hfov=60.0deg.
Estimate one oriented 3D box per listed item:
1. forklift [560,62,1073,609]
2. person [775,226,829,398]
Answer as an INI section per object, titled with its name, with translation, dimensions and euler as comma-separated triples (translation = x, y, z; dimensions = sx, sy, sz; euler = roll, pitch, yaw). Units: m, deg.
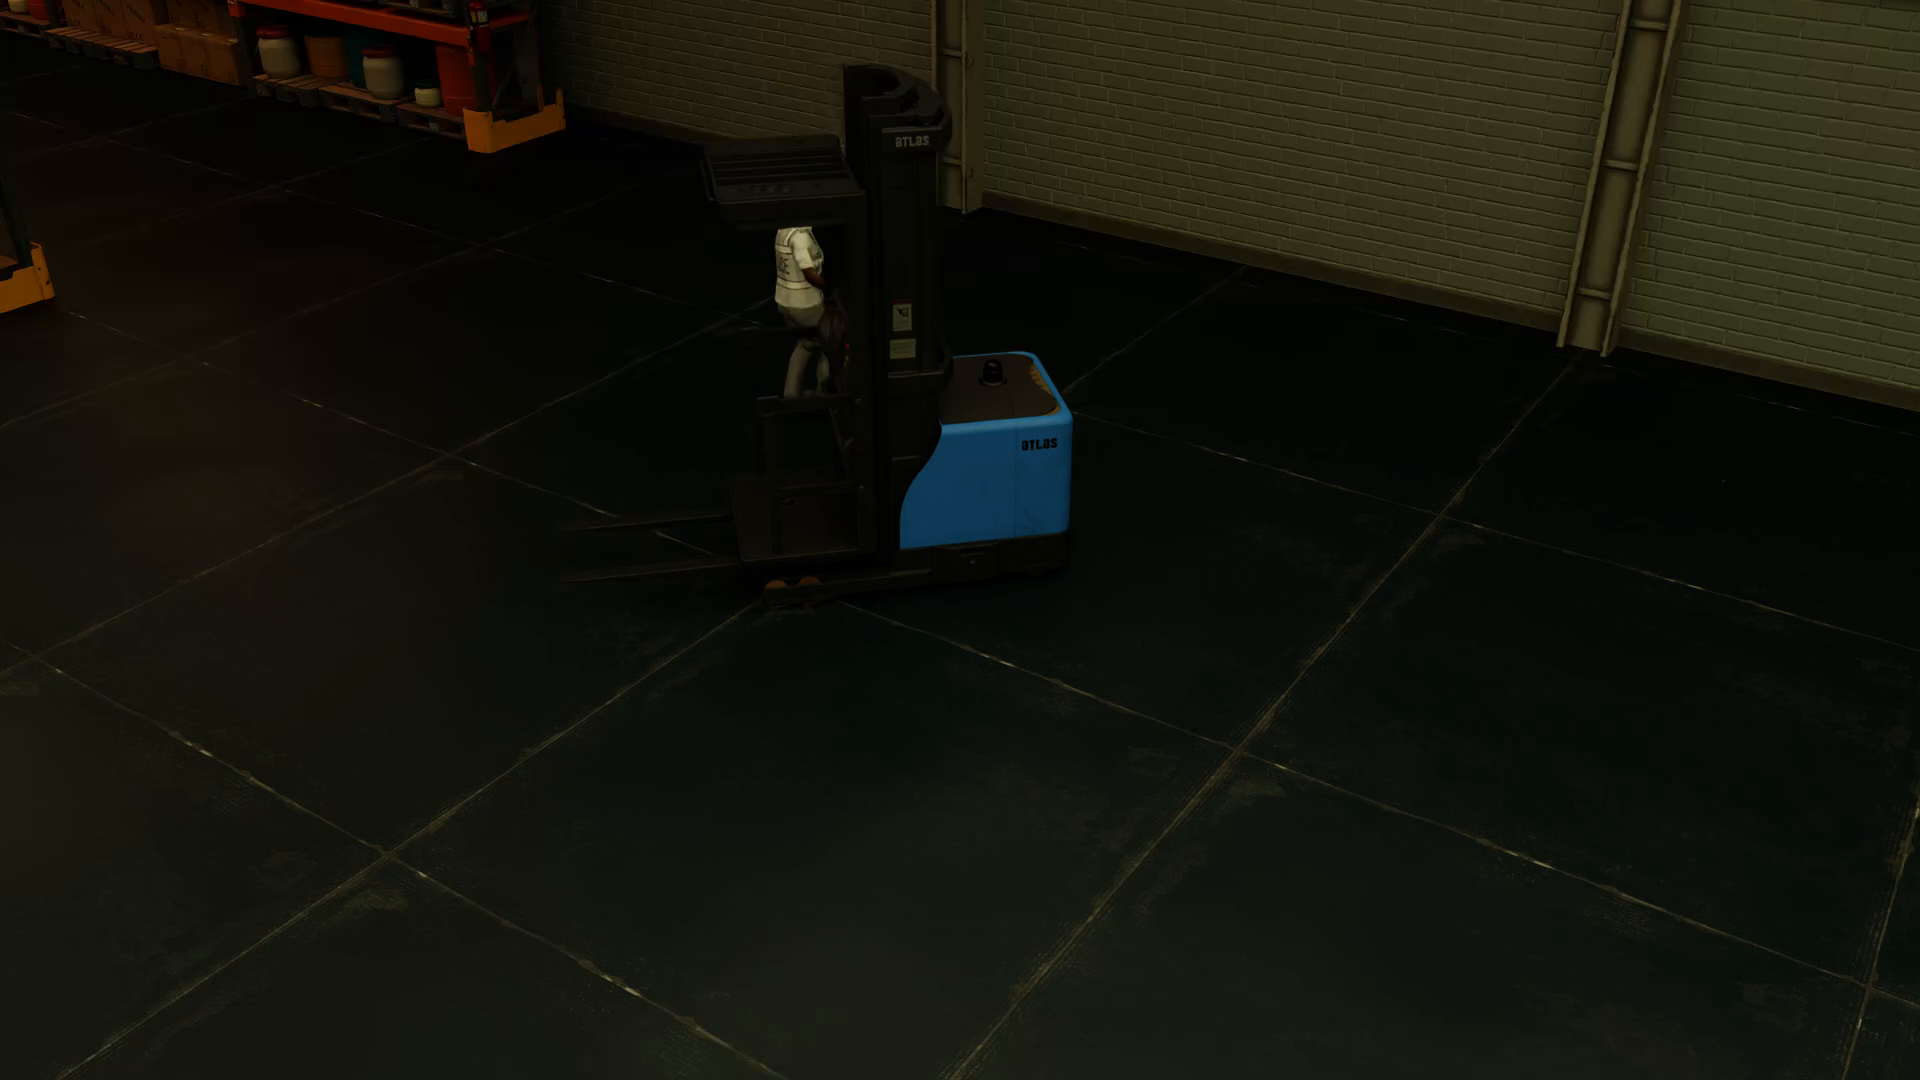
[forklift]
translation = -0.898, -1.151, 9.563
dimensions = 3.031, 2.935, 1.130
euler = -6, 31, -10
[person]
translation = -1.085, -1.710, 11.842
dimensions = 0.489, 1.633, 0.661
euler = -18, 35, -28
